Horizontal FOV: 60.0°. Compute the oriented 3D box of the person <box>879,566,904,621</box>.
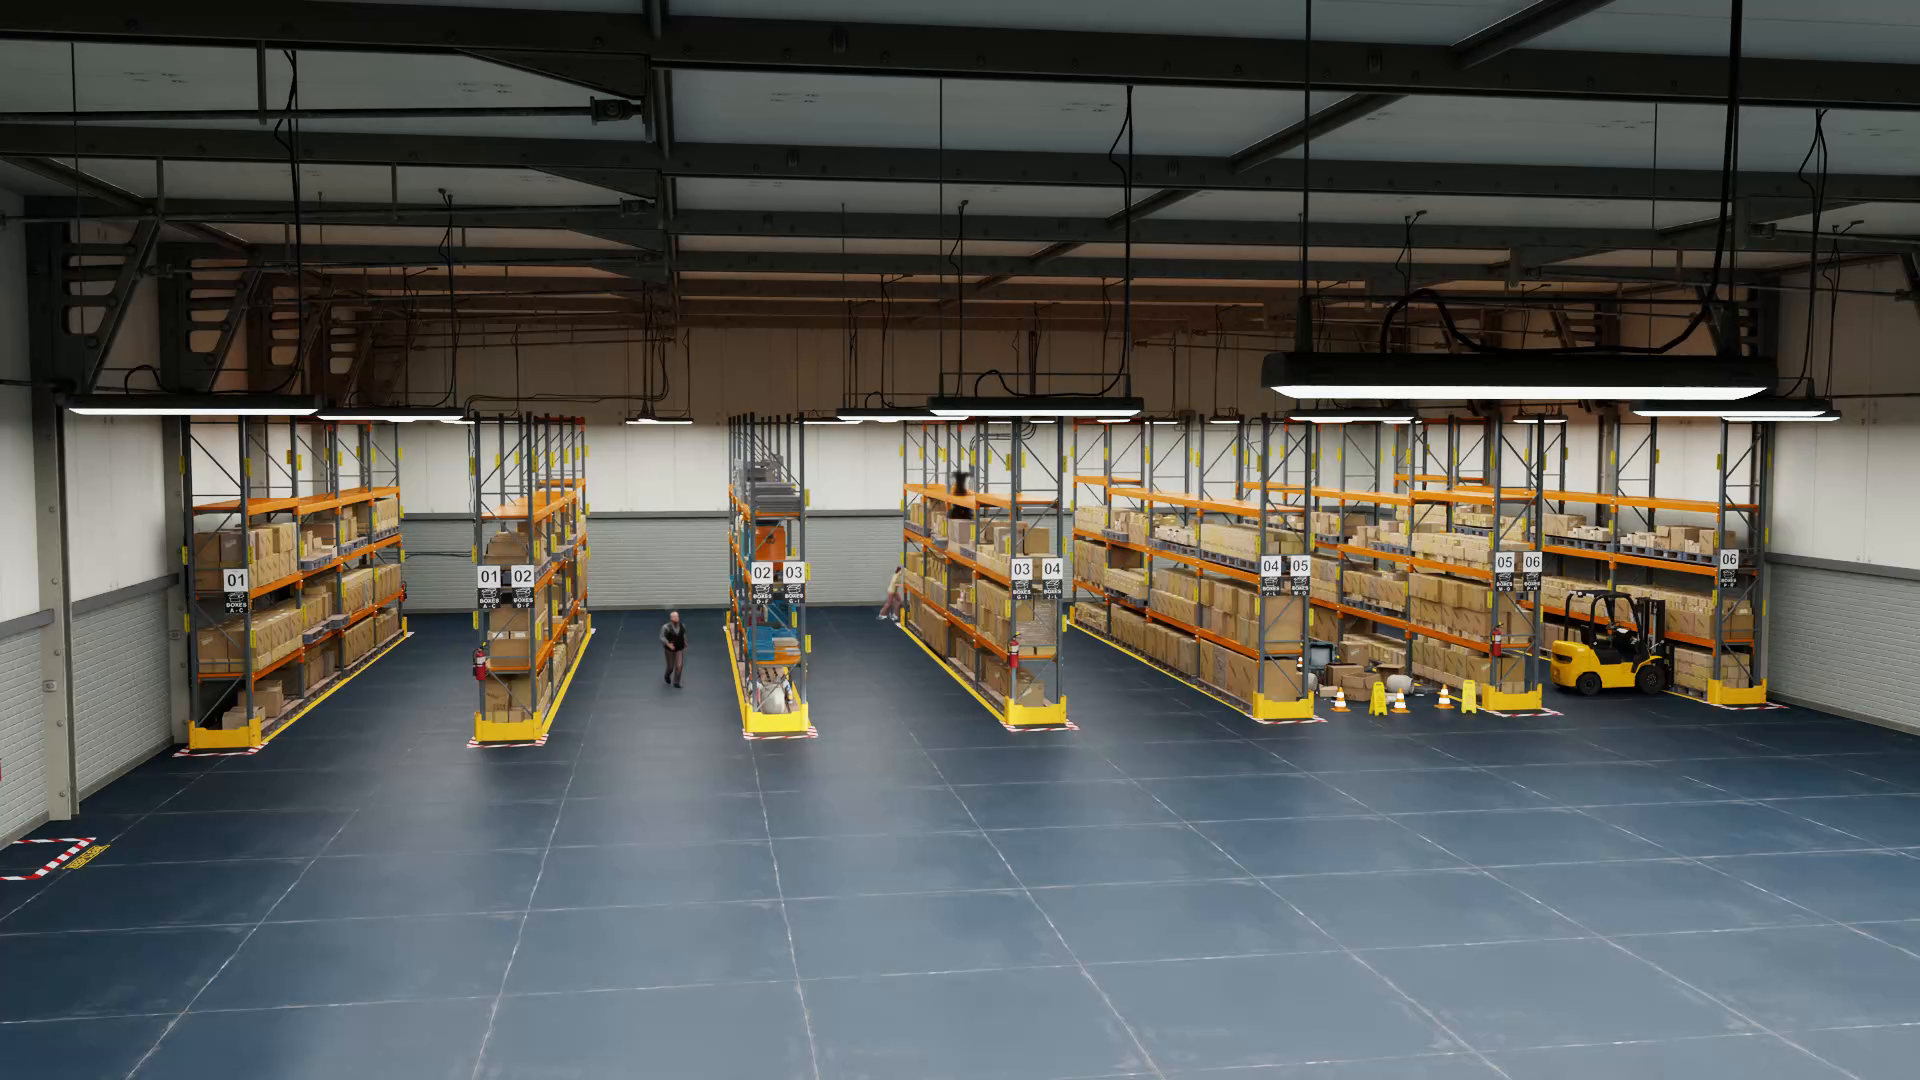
[{"bbox_3d":[-1.992,1.600,49.209,0.879,1.660,0.607,1,4,16],"label":"person"}]

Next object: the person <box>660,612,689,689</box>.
[{"bbox_3d":[-6.302,2.408,36.533,0.656,1.680,0.760,-2,4,-26],"label":"person"}]
